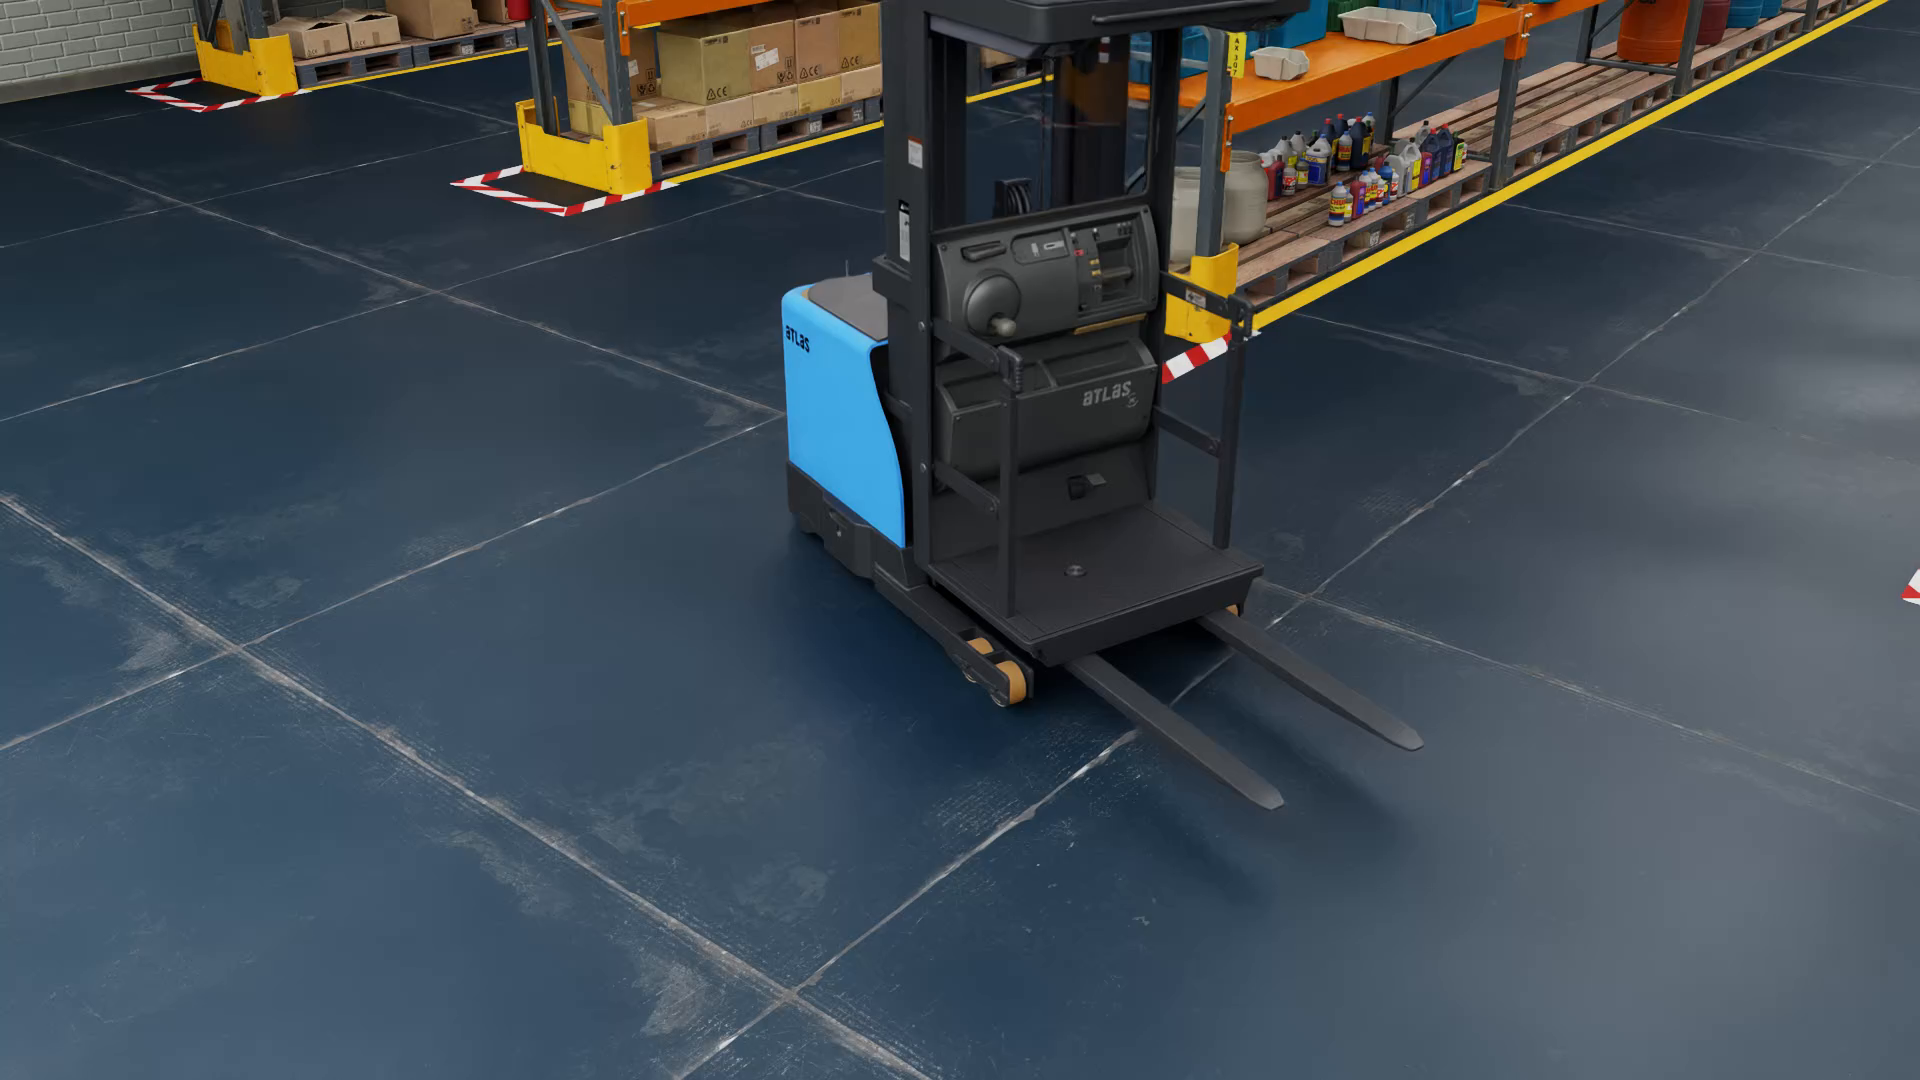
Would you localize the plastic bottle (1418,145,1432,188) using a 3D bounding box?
[{"bbox_3d":[3.189,-2.578,11.447,0.061,0.283,0.133,23,35,38],"label":"plastic bottle"}]

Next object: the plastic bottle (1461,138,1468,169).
[{"bbox_3d":[3.580,-2.773,11.912,0.097,0.201,0.097,0,27,0],"label":"plastic bottle"}]

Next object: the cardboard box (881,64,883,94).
[{"bbox_3d":[-0.702,-4.051,14.352,0.500,0.250,0.500,21,34,34],"label":"cardboard box"}]

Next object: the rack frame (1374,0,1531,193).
[{"bbox_3d":[3.570,-4.040,11.794,1.000,3.000,0.127,21,34,34],"label":"rack frame"}]

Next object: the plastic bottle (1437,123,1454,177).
[{"bbox_3d":[3.383,-2.746,11.698,0.144,0.351,0.185,20,33,33],"label":"plastic bottle"}]

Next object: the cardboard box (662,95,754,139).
[{"bbox_3d":[-1.966,-3.339,12.976,0.500,0.250,0.500,21,34,34],"label":"cardboard box"}]

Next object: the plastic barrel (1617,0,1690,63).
[{"bbox_3d":[6.412,-4.859,15.283,0.600,0.830,0.708,21,34,34],"label":"plastic barrel"}]

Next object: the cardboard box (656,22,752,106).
[{"bbox_3d":[-1.965,-3.672,12.803,0.500,0.500,0.500,21,34,34],"label":"cardboard box"}]

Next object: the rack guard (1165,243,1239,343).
[{"bbox_3d":[1.038,-1.552,9.706,1.175,0.500,0.348,21,34,34],"label":"rack guard"}]

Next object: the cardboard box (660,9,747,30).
[{"bbox_3d":[-2.058,-4.005,13.446,0.500,0.500,0.500,21,34,34],"label":"cardboard box"}]

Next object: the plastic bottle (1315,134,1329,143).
[{"bbox_3d":[2.552,-2.728,11.750,0.097,0.271,0.097,0,27,0],"label":"plastic bottle"}]

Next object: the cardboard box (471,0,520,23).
[{"bbox_3d":[-4.704,-5.641,17.131,0.500,0.500,0.500,18,32,31],"label":"cardboard box"}]

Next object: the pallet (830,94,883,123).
[{"bbox_3d":[-0.788,-3.981,14.715,1.003,0.211,1.213,21,34,34],"label":"pallet"}]

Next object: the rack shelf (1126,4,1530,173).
[{"bbox_3d":[2.298,-3.011,10.589,1.077,0.370,4.000,21,34,34],"label":"rack shelf"}]

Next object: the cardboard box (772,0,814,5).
[{"bbox_3d":[-1.422,-4.360,14.132,0.500,0.500,0.500,21,34,34],"label":"cardboard box"}]

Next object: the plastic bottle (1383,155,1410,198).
[{"bbox_3d":[2.949,-2.474,11.253,0.152,0.276,0.135,21,34,35],"label":"plastic bottle"}]

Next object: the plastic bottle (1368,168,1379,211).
[{"bbox_3d":[2.701,-2.314,10.949,0.097,0.271,0.097,0,27,0],"label":"plastic bottle"}]

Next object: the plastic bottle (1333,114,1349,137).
[{"bbox_3d":[2.736,-2.894,11.983,0.144,0.351,0.185,22,34,36],"label":"plastic bottle"}]

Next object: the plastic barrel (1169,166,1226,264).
[{"bbox_3d":[1.385,-1.959,10.022,0.421,0.512,0.421,0,27,0],"label":"plastic barrel"}]

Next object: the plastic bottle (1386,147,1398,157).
[{"bbox_3d":[2.960,-2.554,11.401,0.061,0.283,0.133,21,34,34],"label":"plastic bottle"}]

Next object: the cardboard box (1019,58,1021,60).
[{"bbox_3d":[0.524,-4.705,15.617,0.500,0.250,0.500,22,34,36],"label":"cardboard box"}]

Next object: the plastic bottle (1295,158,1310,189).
[{"bbox_3d":[2.349,-2.524,11.431,0.097,0.201,0.097,0,27,0],"label":"plastic bottle"}]

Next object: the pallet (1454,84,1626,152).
[{"bbox_3d":[4.815,-3.525,13.835,1.003,0.211,1.213,21,34,34],"label":"pallet"}]

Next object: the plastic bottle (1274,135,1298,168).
[{"bbox_3d":[2.227,-2.610,11.435,0.144,0.351,0.185,22,35,36],"label":"plastic bottle"}]

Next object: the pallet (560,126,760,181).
[{"bbox_3d":[-2.340,-3.115,13.042,1.003,0.211,1.213,21,34,34],"label":"pallet"}]

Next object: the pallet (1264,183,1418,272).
[{"bbox_3d":[2.335,-2.141,11.159,1.003,0.211,1.213,21,34,34],"label":"pallet"}]

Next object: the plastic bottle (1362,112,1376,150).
[{"bbox_3d":[3.029,-3.039,12.349,0.097,0.271,0.097,0,27,0],"label":"plastic bottle"}]

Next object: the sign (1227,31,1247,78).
[{"bbox_3d":[1.447,-2.582,8.676,0.100,0.325,0.005,21,34,34],"label":"sign"}]

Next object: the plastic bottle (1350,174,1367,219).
[{"bbox_3d":[2.577,-2.237,10.787,0.061,0.283,0.133,21,34,35],"label":"plastic bottle"}]

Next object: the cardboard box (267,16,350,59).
[{"bbox_3d":[-6.109,-4.737,15.590,0.500,0.311,0.500,17,32,29],"label":"cardboard box"}]

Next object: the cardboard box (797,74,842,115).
[{"bbox_3d":[-1.326,-3.692,13.658,0.500,0.250,0.500,21,34,34],"label":"cardboard box"}]

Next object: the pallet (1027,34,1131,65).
[{"bbox_3d":[0.964,-4.957,16.603,1.003,0.211,1.213,21,34,34],"label":"pallet"}]

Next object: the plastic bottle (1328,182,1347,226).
[{"bbox_3d":[2.419,-2.157,10.645,0.097,0.271,0.097,0,27,0],"label":"plastic bottle"}]

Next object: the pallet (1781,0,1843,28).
[{"bbox_3d":[9.096,-5.910,18.444,1.003,0.211,1.213,21,34,34],"label":"pallet"}]

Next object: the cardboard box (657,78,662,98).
[{"bbox_3d":[-2.372,-3.493,13.273,0.500,0.250,0.500,21,34,34],"label":"cardboard box"}]

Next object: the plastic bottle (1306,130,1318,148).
[{"bbox_3d":[2.479,-2.750,11.780,0.061,0.283,0.133,23,35,37],"label":"plastic bottle"}]

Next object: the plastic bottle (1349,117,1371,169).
[{"bbox_3d":[2.847,-2.852,11.902,0.144,0.351,0.185,21,34,34],"label":"plastic bottle"}]

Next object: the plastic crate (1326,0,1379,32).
[{"bbox_3d":[2.489,-3.547,11.072,0.450,0.188,0.662,21,34,34],"label":"plastic crate"}]

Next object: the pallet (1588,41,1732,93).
[{"bbox_3d":[6.583,-4.511,15.740,1.003,0.211,1.213,21,34,34],"label":"pallet"}]

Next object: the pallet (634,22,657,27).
[{"bbox_3d":[-3.581,-5.973,18.567,1.003,0.211,1.213,21,34,34],"label":"pallet"}]

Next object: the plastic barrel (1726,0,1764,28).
[{"bbox_3d":[7.849,-5.692,16.814,0.600,0.901,0.708,21,34,34],"label":"plastic barrel"}]

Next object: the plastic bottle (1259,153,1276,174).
[{"bbox_3d":[2.037,-2.468,11.241,0.152,0.276,0.135,21,34,35],"label":"plastic bottle"}]

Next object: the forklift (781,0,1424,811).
[{"bbox_3d":[0.445,-0.939,5.875,1.130,2.935,3.031,-16,31,-28],"label":"forklift"}]

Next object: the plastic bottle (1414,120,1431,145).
[{"bbox_3d":[3.271,-2.788,11.779,0.144,0.351,0.185,21,34,34],"label":"plastic bottle"}]

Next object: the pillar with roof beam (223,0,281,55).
[{"bbox_3d":[-3.519,-7.424,11.808,9.100,9.000,0.400,21,34,34],"label":"pillar with roof beam"}]

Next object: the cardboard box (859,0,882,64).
[{"bbox_3d":[-0.703,-4.385,14.181,0.500,0.500,0.500,21,34,34],"label":"cardboard box"}]

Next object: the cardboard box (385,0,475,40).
[{"bbox_3d":[-5.242,-5.269,16.412,0.700,0.500,0.500,18,33,31],"label":"cardboard box"}]

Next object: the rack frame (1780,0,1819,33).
[{"bbox_3d":[8.658,-6.876,17.277,1.000,3.000,0.127,21,34,34],"label":"rack frame"}]

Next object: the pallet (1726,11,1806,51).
[{"bbox_3d":[8.135,-5.376,17.413,1.003,0.211,1.213,21,34,34],"label":"pallet"}]

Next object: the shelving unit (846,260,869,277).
[{"bbox_3d":[-0.347,-0.764,7.585,0.252,1.050,0.215,-16,31,-28],"label":"shelving unit"}]

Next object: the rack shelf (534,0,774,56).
[{"bbox_3d":[-1.522,-4.460,13.390,1.077,0.370,4.000,21,34,34],"label":"rack shelf"}]

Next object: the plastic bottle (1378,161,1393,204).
[{"bbox_3d":[2.830,-2.386,11.088,0.097,0.271,0.097,0,27,0],"label":"plastic bottle"}]

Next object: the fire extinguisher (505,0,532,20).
[{"bbox_3d":[-3.228,-4.130,12.053,0.296,0.674,0.183,21,34,34],"label":"fire extinguisher"}]

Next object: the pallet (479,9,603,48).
[{"bbox_3d":[-4.475,-5.448,17.552,1.003,0.211,1.213,21,34,34],"label":"pallet"}]

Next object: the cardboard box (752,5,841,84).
[{"bbox_3d":[-1.325,-4.025,13.485,0.500,0.500,0.500,21,34,34],"label":"cardboard box"}]

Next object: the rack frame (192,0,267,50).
[{"bbox_3d":[-6.619,-5.517,14.650,1.000,3.000,0.127,21,34,34],"label":"rack frame"}]

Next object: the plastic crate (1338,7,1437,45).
[{"bbox_3d":[2.732,-3.273,10.599,0.530,0.136,0.437,21,34,34],"label":"plastic crate"}]

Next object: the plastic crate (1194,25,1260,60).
[{"bbox_3d":[1.531,-3.049,10.041,0.499,0.251,0.408,21,34,34],"label":"plastic crate"}]
